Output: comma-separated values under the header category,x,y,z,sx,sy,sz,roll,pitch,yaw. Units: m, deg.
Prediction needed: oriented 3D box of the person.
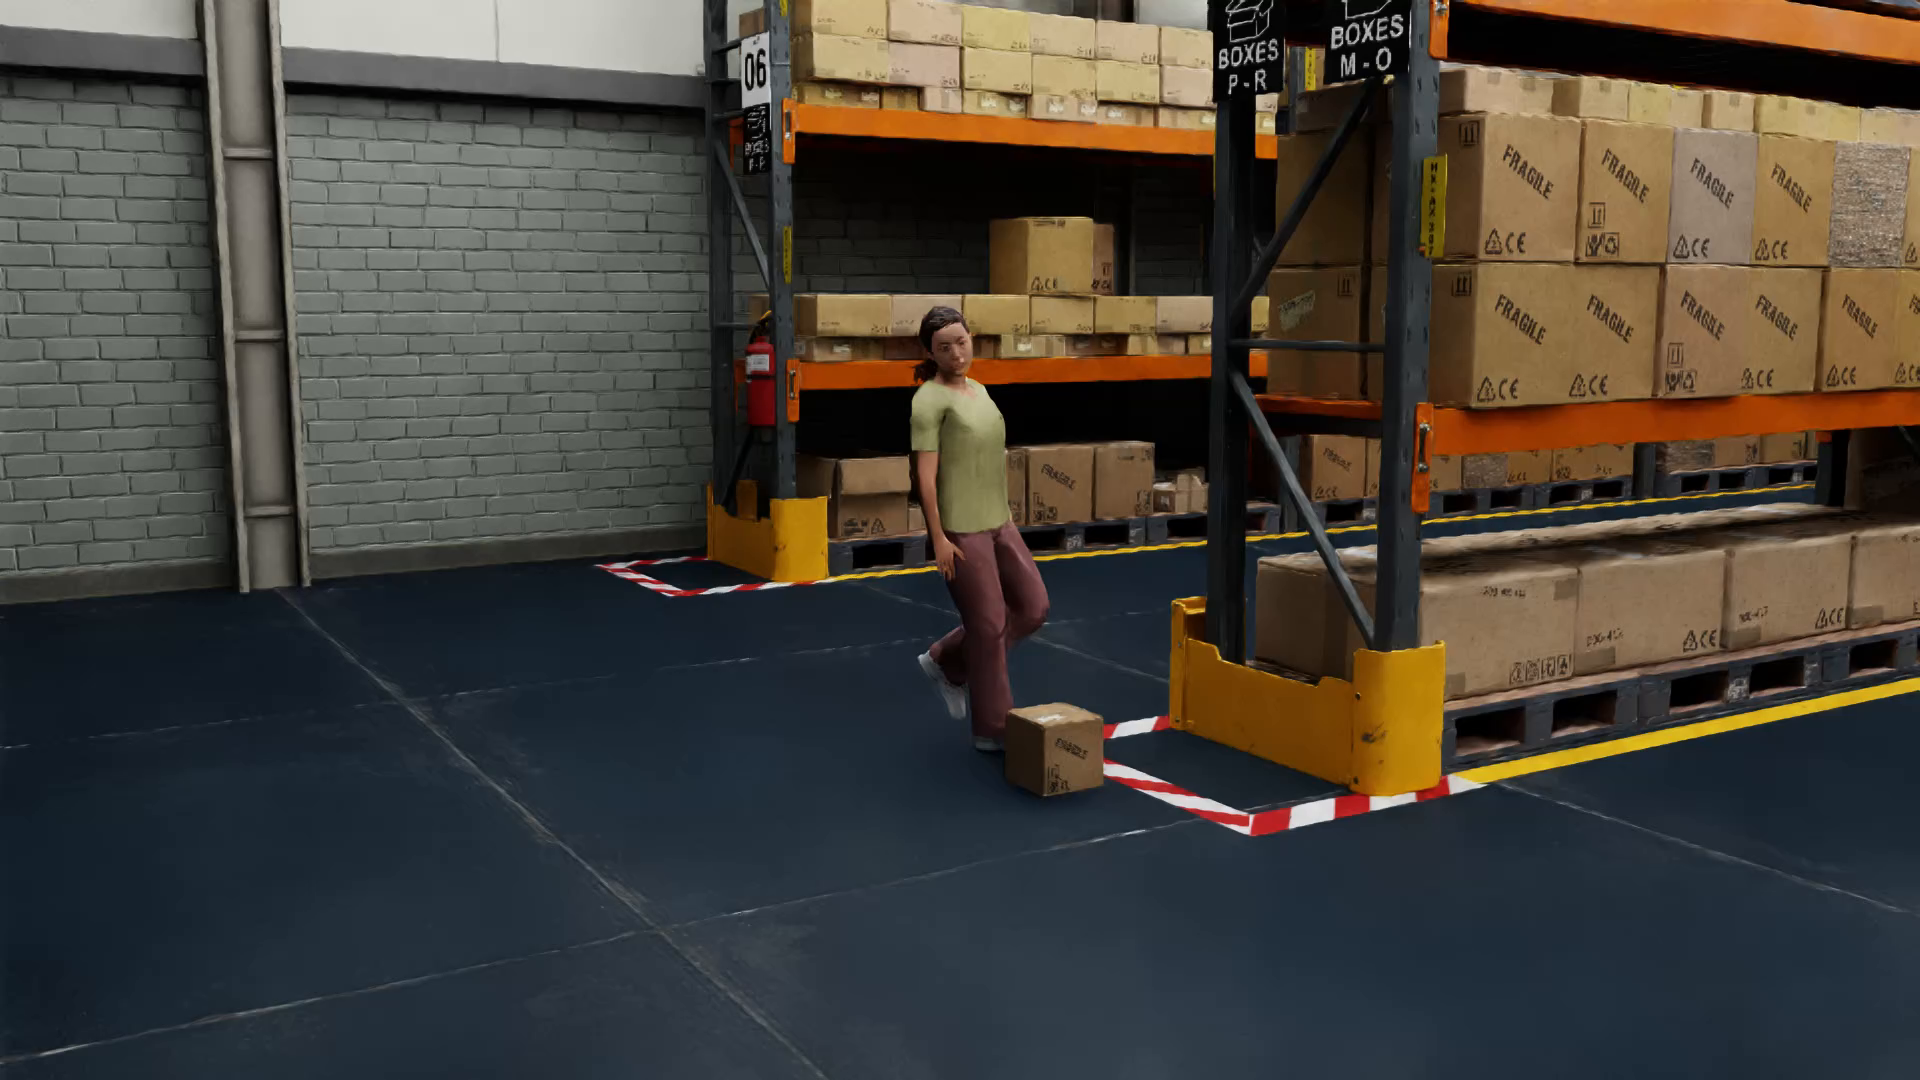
category,x,y,z,sx,sy,sz,roll,pitch,yaw
person,0.041,0.096,6.111,0.578,1.403,0.495,5,9,29
